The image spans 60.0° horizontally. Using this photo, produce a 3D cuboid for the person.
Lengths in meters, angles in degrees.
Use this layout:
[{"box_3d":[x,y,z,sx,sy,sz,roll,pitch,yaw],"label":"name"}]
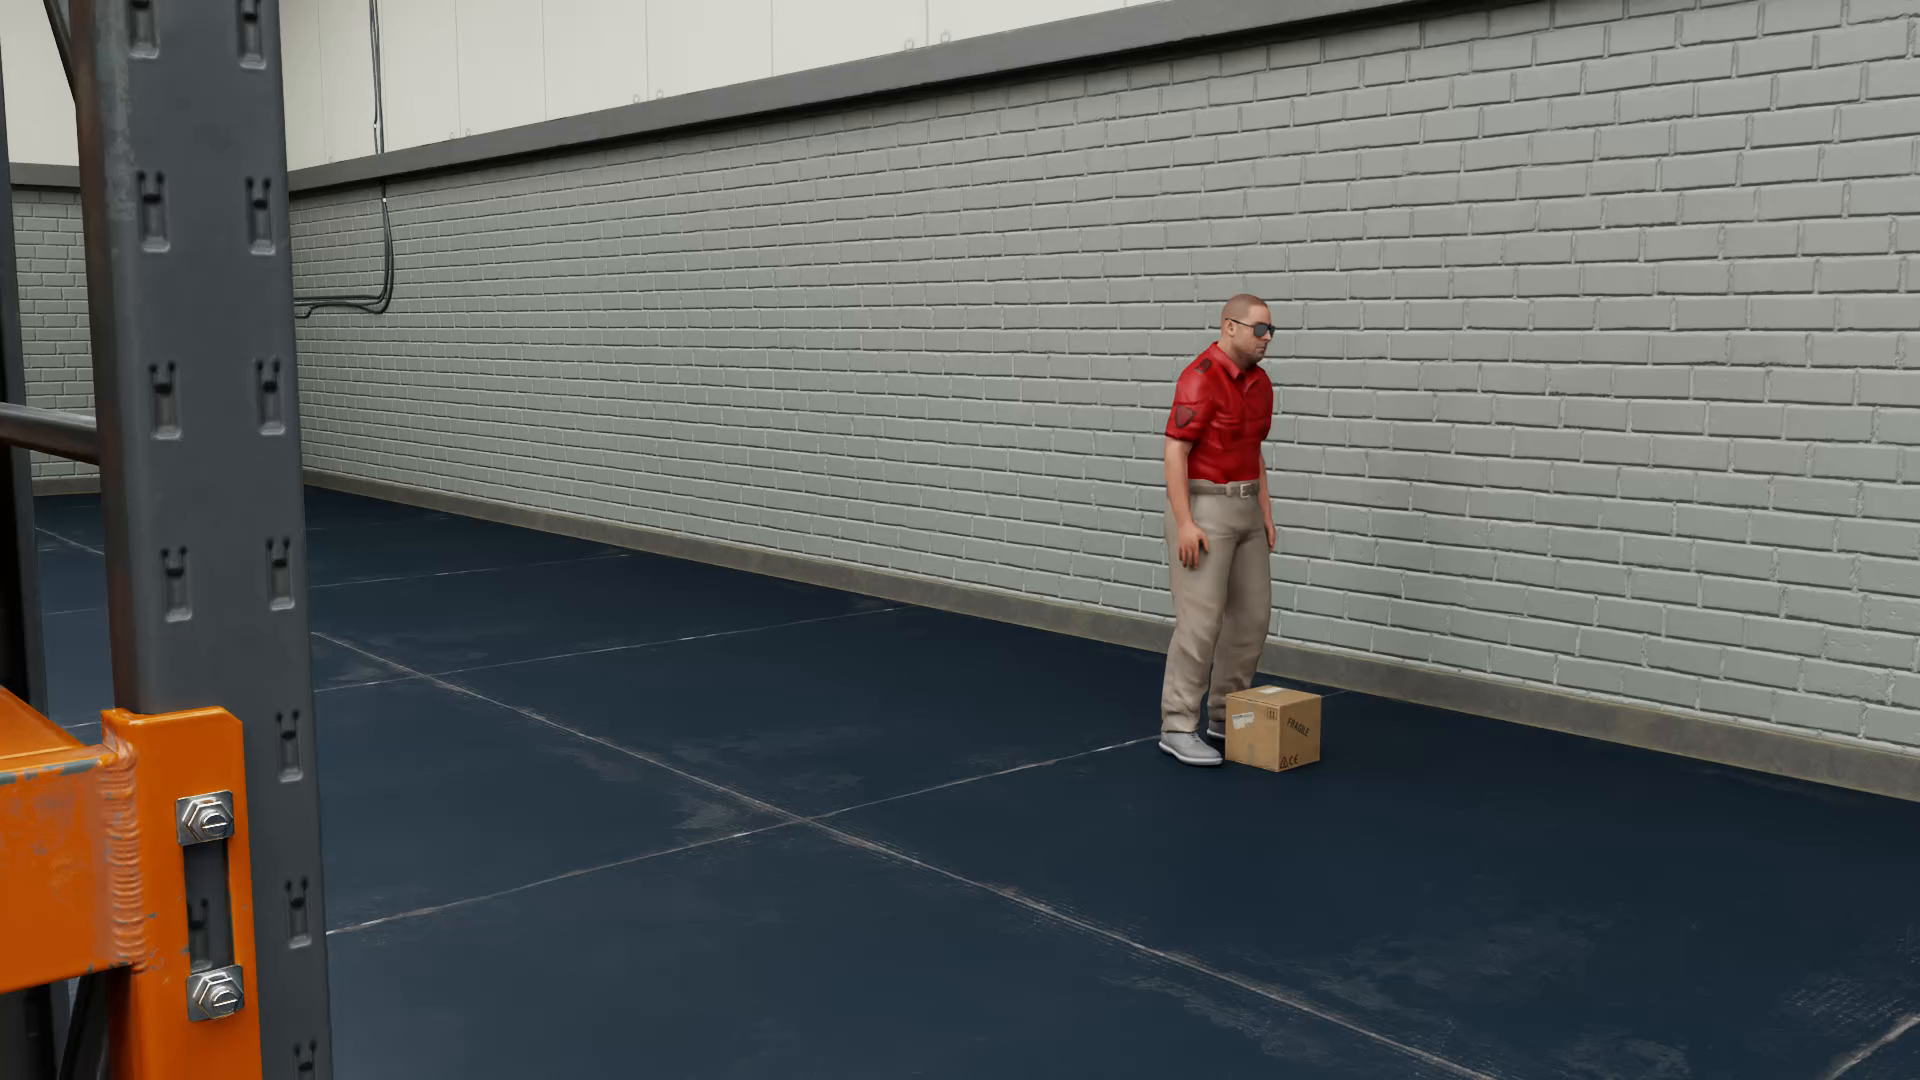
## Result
[{"box_3d":[0.995,-0.058,6.288,0.601,1.726,0.395,-7,10,-44],"label":"person"}]
